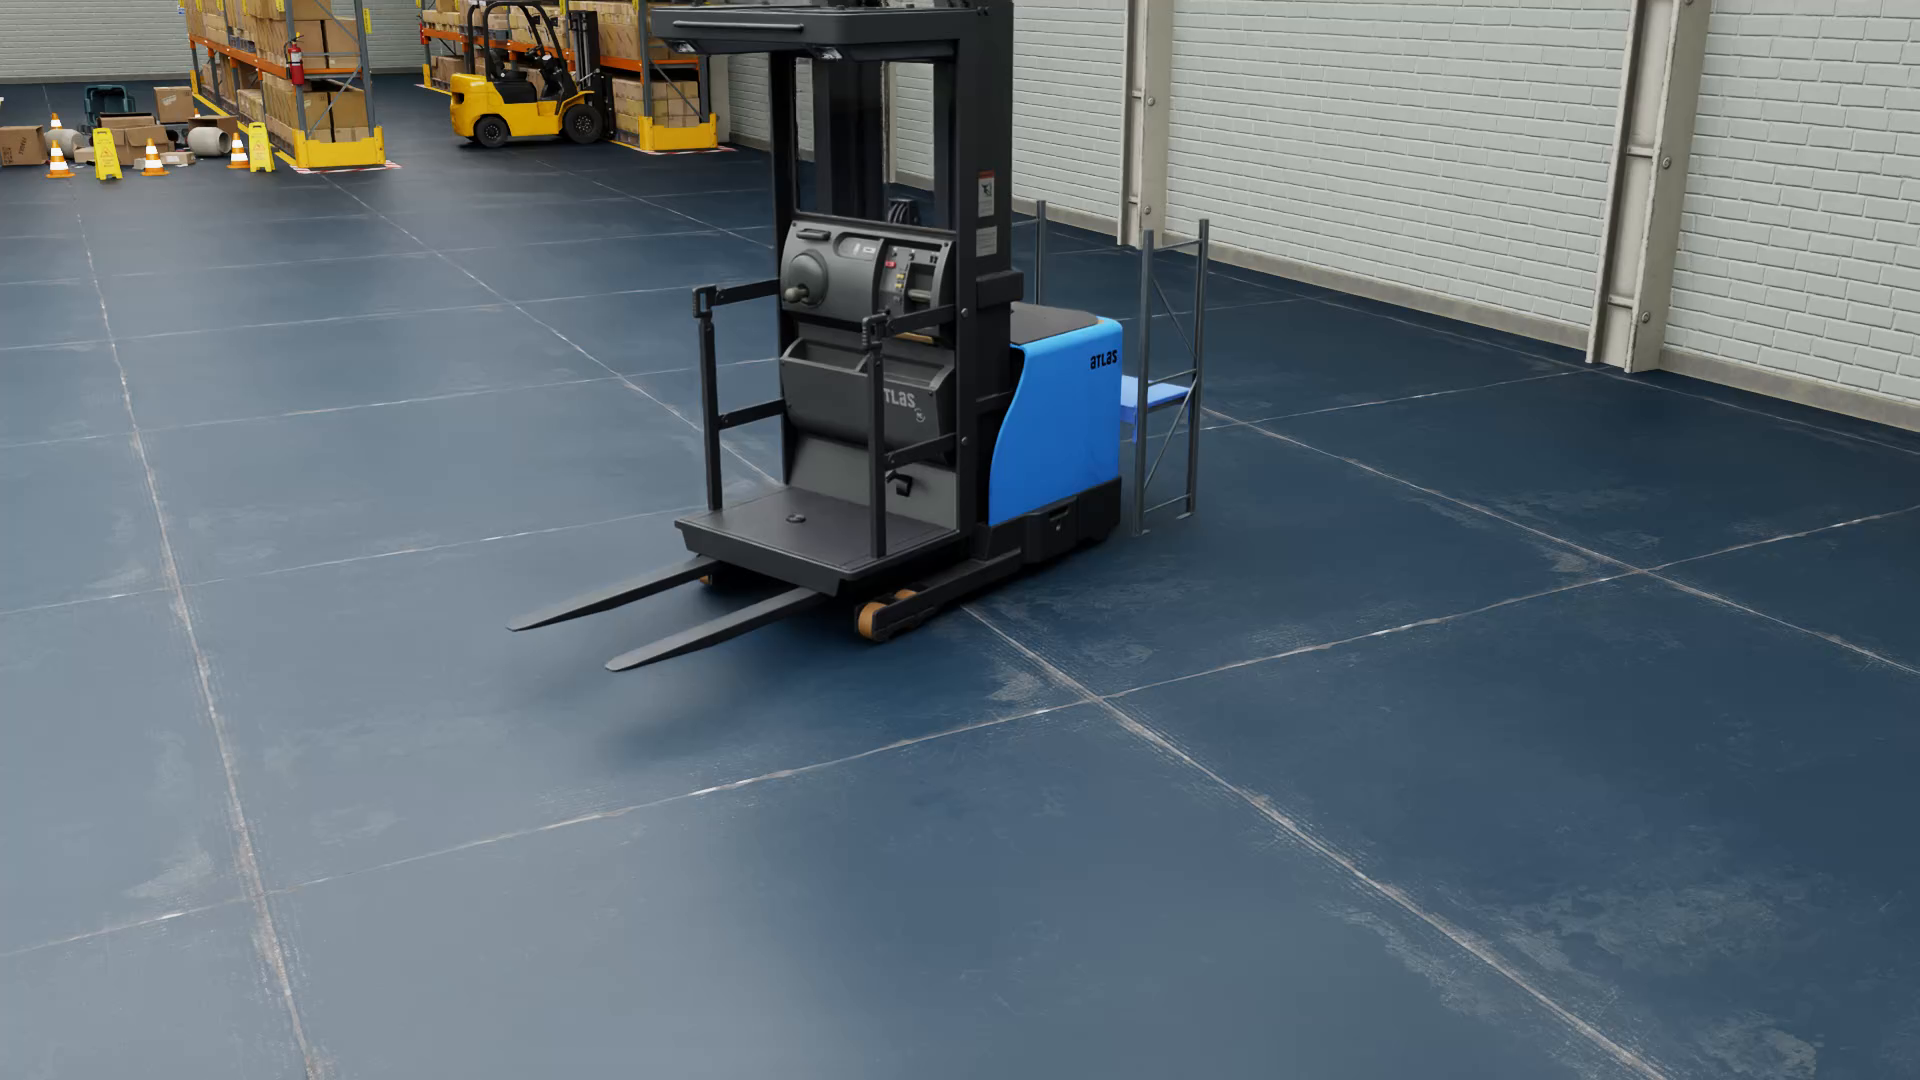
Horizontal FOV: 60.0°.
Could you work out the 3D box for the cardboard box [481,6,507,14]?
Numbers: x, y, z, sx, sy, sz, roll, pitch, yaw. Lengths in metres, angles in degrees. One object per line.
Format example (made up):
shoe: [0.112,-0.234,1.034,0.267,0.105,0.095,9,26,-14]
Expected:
cardboard box: [-9.084,-10.462,33.049,0.797,0.503,0.637,-11,22,-28]

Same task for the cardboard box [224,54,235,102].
cardboard box: [-13.611,-8.923,32.007,0.875,0.875,0.875,-9,21,-25]

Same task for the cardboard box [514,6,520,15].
cardboard box: [-8.126,-9.915,31.119,0.380,0.149,0.250,-9,21,-25]

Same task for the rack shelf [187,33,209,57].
rack shelf: [-15.362,-10.387,34.738,1.077,0.370,4.000,-10,21,-27]

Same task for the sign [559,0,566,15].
sign: [-6.719,-9.049,28.105,0.100,0.325,0.005,-10,21,-27]

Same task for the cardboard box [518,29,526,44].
cardboard box: [-7.916,-9.393,30.985,0.500,0.250,0.500,-10,22,-28]

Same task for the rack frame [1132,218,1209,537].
rack frame: [1.026,-0.785,8.107,0.032,1.500,0.500,16,25,39]

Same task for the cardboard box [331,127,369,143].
cardboard box: [-8.853,-5.881,24.148,0.500,0.250,0.500,-10,21,-27]

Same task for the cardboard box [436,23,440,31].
cardboard box: [-11.462,-11.438,37.066,0.380,0.149,0.250,-11,22,-28]

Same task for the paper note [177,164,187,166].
paper note: [-10.914,-5.268,23.350,0.142,0.019,0.148,16,25,39]

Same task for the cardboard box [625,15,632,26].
cardboard box: [-4.906,-7.957,25.444,0.380,0.149,0.250,-10,21,-26]

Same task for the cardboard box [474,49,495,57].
cardboard box: [-9.944,-10.176,34.760,0.380,0.149,0.250,-11,22,-29]

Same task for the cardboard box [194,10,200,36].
cardboard box: [-15.358,-10.583,34.048,0.500,0.500,0.500,-10,22,-27]

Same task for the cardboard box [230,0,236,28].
cardboard box: [-12.249,-9.078,28.587,0.500,0.500,0.500,-9,21,-24]

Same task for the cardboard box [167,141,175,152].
cardboard box: [-12.115,-5.998,25.106,0.396,0.266,0.258,7,20,20]

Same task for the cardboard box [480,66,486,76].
cardboard box: [-9.519,-9.471,34.168,0.500,0.500,0.500,-11,22,-28]

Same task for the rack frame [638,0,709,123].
rack frame: [-4.347,-7.478,25.204,1.000,3.000,0.127,-10,21,-27]

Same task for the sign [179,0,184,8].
sign: [-16.803,-11.664,35.886,0.100,0.325,0.005,-10,21,-27]

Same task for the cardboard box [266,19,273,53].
cardboard box: [-9.906,-7.446,24.503,0.500,0.500,0.500,-10,21,-26]

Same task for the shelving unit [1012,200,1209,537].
shelving unit: [0.648,-0.896,8.428,1.048,1.500,0.538,16,25,39]

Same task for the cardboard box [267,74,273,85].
cardboard box: [-10.318,-7.013,25.283,0.380,0.149,0.250,-9,21,-25]

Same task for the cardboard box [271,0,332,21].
cardboard box: [-9.148,-7.482,23.072,0.700,0.500,0.500,-11,22,-28]

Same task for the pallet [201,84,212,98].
pallet: [-15.863,-9.766,36.109,1.003,0.211,1.213,-10,21,-27]

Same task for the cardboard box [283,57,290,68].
cardboard box: [-9.297,-6.719,23.390,0.380,0.149,0.250,-10,22,-27]

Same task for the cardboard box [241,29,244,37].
cardboard box: [-12.032,-8.651,28.345,0.380,0.149,0.250,-9,21,-23]

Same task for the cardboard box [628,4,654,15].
cardboard box: [-4.847,-8.109,25.428,0.380,0.149,0.250,-10,21,-27]

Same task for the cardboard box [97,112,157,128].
cardboard box: [-12.227,-5.972,24.457,0.797,0.637,0.503,-10,21,-27]

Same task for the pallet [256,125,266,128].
pallet: [-10.984,-6.762,27.403,1.003,0.211,1.213,-10,21,-27]

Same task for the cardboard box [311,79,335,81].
cardboard box: [-10.096,-6.981,26.187,0.500,0.500,0.500,-10,22,-27]

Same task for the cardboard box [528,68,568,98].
cardboard box: [-7.545,-8.483,31.114,0.875,0.625,0.625,-9,21,-25]

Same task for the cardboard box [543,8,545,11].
cardboard box: [-7.237,-9.406,29.644,0.380,0.149,0.250,-10,21,-26]

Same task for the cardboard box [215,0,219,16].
cardboard box: [-13.239,-9.779,30.185,0.500,0.500,0.500,-10,21,-26]

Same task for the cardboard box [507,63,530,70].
cardboard box: [-8.603,-9.201,32.390,0.380,0.149,0.250,-11,22,-29]

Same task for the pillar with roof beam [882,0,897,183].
pillar with roof beam: [-4.824,-8.264,18.286,9.100,9.000,0.400,-10,21,-27]

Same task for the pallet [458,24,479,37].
pallet: [-9.762,-10.586,34.505,1.003,0.211,1.213,-10,21,-27]

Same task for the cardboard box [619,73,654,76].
cardboard box: [-5.360,-7.596,27.585,0.500,0.250,0.500,-10,21,-26]

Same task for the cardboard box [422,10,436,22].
cardboard box: [-11.967,-11.969,37.993,0.500,0.250,0.500,-10,21,-26]

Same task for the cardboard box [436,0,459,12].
cardboard box: [-11.254,-11.893,36.623,0.500,0.500,0.500,-9,21,-25]

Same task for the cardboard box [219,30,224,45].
cardboard box: [-13.238,-9.183,30.375,0.500,0.250,0.500,-10,21,-26]

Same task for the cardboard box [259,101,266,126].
cardboard box: [-10.864,-6.963,27.096,0.950,0.372,0.625,-10,21,-26]

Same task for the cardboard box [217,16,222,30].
cardboard box: [-13.213,-9.416,30.285,0.500,0.250,0.500,-11,22,-28]

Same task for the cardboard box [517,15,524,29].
cardboard box: [-7.914,-9.631,30.907,0.500,0.250,0.500,-9,21,-25]

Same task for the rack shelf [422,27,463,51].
rack shelf: [-10.995,-11.157,36.969,1.077,0.370,4.000,-10,21,-27]

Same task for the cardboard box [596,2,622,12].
cardboard box: [-5.675,-8.626,26.927,0.380,0.149,0.250,-10,21,-27]

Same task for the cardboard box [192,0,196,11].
cardboard box: [-15.363,-11.057,33.891,0.500,0.500,0.500,-10,21,-26]

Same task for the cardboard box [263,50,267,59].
cardboard box: [-10.580,-7.533,25.749,0.380,0.149,0.250,-9,21,-25]

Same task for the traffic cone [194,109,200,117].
traffic cone: [-12.434,-6.796,27.118,0.336,0.463,0.334,-10,21,-27]

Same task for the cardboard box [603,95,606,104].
cardboard box: [-5.580,-7.139,27.028,0.500,0.250,0.500,-10,21,-27]

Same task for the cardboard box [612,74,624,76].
cardboard box: [-5.813,-7.521,27.367,0.500,0.250,0.500,-9,21,-25]

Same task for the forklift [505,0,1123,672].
forklift: [-0.544,-1.146,6.958,1.130,2.935,3.031,15,24,37]
